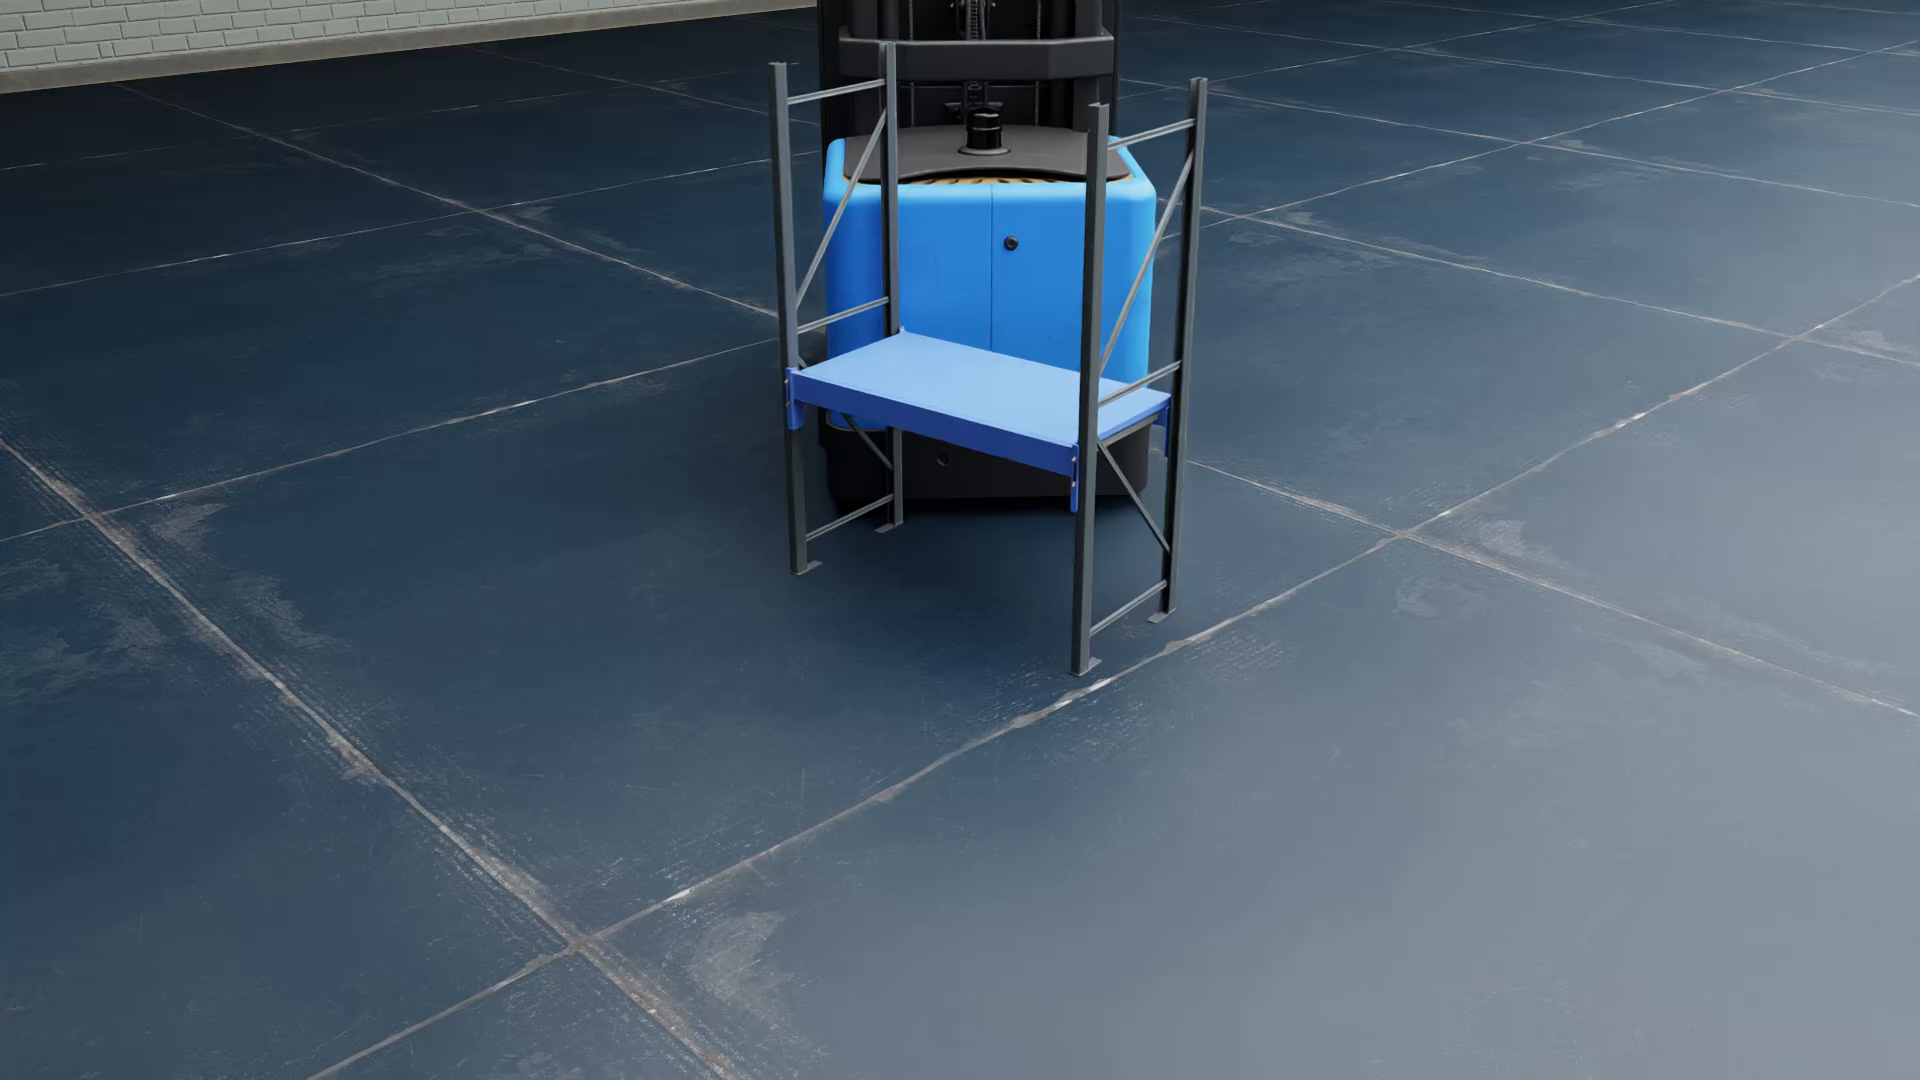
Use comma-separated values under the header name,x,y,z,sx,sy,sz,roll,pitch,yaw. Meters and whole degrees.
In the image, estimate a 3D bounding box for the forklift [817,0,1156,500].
name,x,y,z,sx,sy,sz,roll,pitch,yaw
forklift,0.018,-2.032,6.172,1.130,2.935,3.031,-1,25,-3

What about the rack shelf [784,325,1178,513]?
name,x,y,z,sx,sy,sz,roll,pitch,yaw
rack shelf,0.056,-0.363,4.673,1.000,0.185,0.538,18,30,34

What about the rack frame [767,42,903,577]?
name,x,y,z,sx,sy,sz,roll,pitch,yaw
rack frame,-0.347,-0.655,4.880,0.032,1.500,0.500,18,30,34

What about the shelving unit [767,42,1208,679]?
name,x,y,z,sx,sy,sz,roll,pitch,yaw
shelving unit,0.056,-0.527,4.598,1.048,1.500,0.538,18,30,34

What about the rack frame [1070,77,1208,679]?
name,x,y,z,sx,sy,sz,roll,pitch,yaw
rack frame,0.459,-0.398,4.316,0.032,1.500,0.500,18,30,34
